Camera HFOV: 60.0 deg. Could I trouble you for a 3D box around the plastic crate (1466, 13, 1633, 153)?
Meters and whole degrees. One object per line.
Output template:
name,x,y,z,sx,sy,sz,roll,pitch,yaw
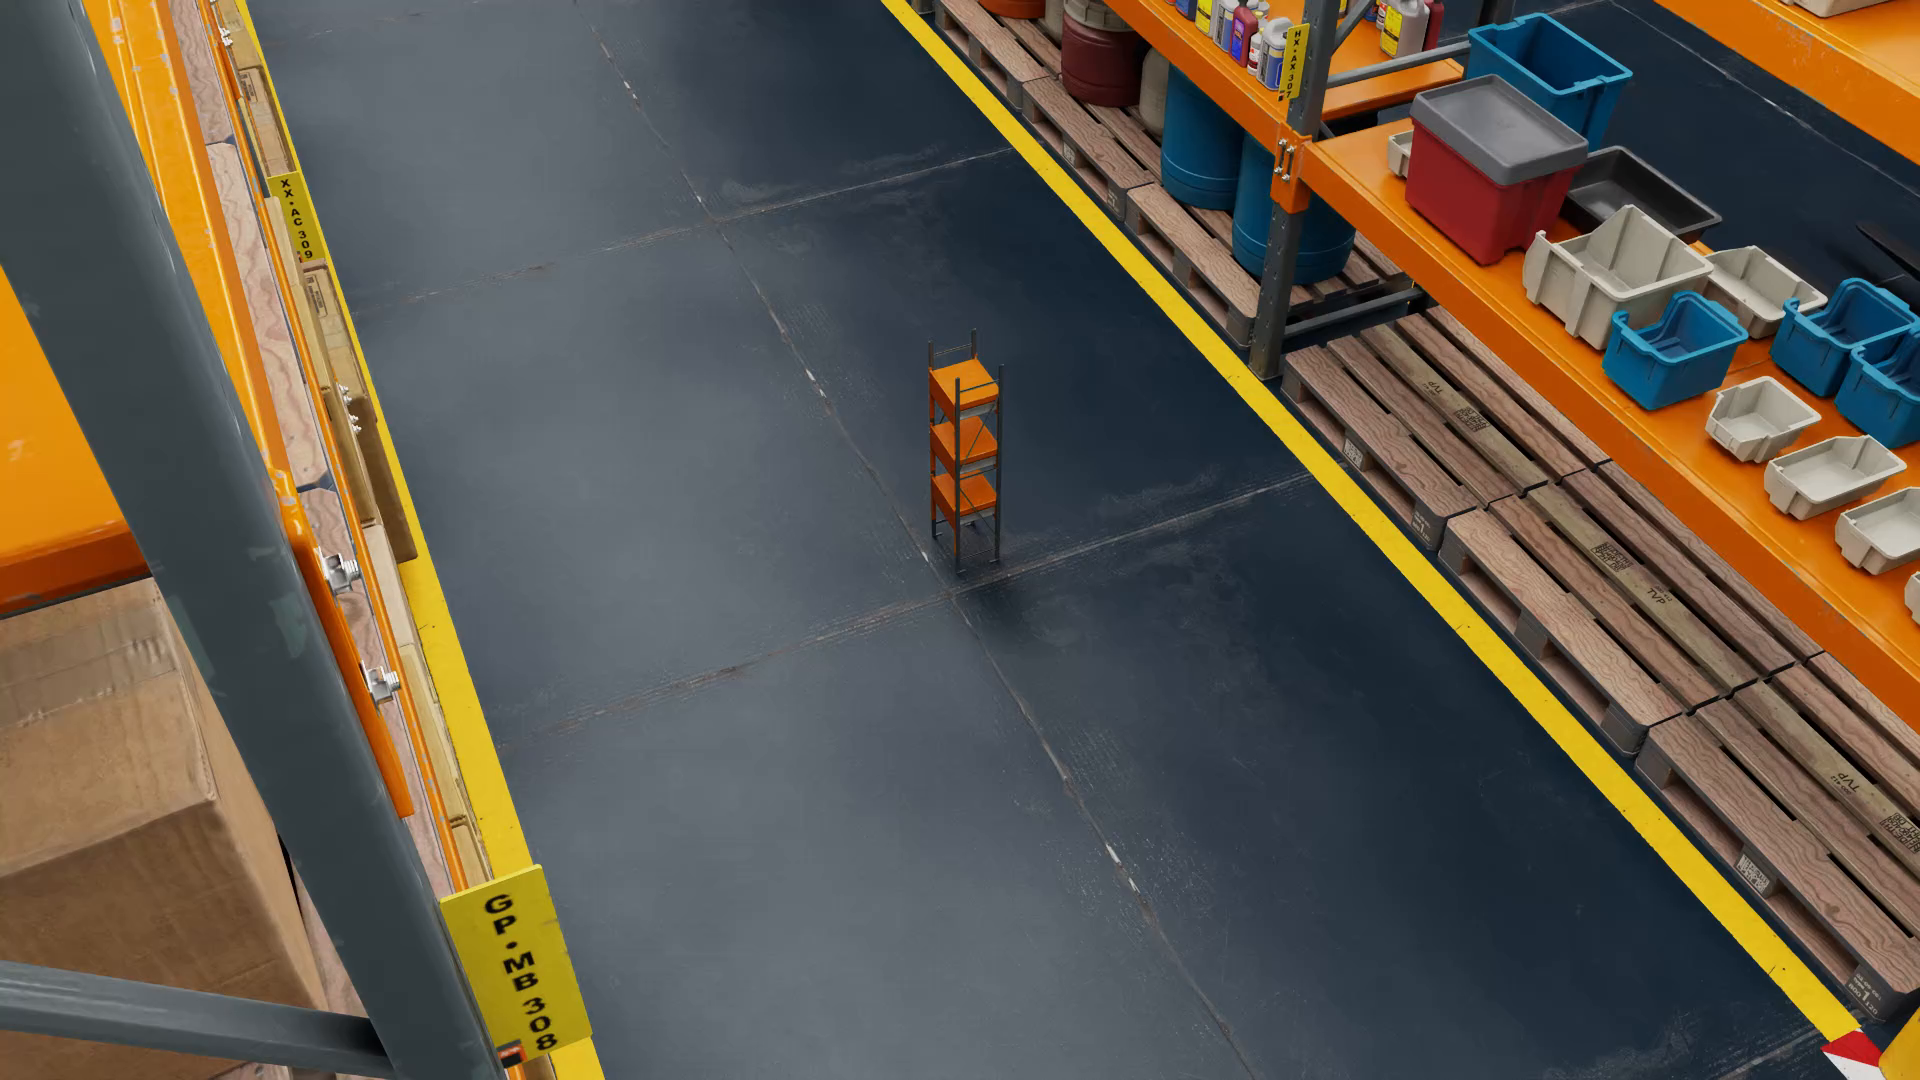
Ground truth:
plastic crate,2.359,-1.817,6.793,0.392,0.384,0.575,-18,47,-17

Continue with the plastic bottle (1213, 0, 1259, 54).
plastic bottle,1.240,-2.343,7.446,0.152,0.276,0.135,-18,47,-17

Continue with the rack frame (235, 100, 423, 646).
rack frame,-2.641,-0.535,5.526,1.000,3.000,0.127,-18,47,-17

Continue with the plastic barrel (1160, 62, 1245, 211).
plastic barrel,1.342,-2.204,8.412,0.600,0.901,0.708,-18,47,-17

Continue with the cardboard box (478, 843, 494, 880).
cardboard box,-1.352,0.961,4.188,0.380,0.149,0.250,-19,48,-18

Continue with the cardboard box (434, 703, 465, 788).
cardboard box,-1.569,0.633,4.521,0.380,0.149,0.250,-17,47,-17

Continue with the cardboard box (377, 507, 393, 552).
cardboard box,-1.999,-0.021,5.183,0.380,0.149,0.250,-19,48,-18

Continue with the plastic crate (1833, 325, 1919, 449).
plastic crate,3.176,-0.505,5.571,0.416,0.233,0.300,-18,47,-17

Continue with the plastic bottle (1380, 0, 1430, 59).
plastic bottle,1.982,-2.326,7.376,0.144,0.351,0.185,-18,47,-17

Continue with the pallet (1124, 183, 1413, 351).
pallet,1.566,-1.510,8.498,1.003,0.211,1.213,-18,47,-17

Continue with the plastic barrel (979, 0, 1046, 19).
plastic barrel,0.392,-3.617,9.895,0.600,0.830,0.708,-18,47,-17

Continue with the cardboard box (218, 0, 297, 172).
cardboard box,-4.051,-2.032,8.256,1.225,0.875,0.875,-20,48,-19

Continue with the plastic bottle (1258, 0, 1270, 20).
plastic bottle,1.346,-2.365,7.521,0.097,0.201,0.097,0,45,0

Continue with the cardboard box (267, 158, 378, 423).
cardboard box,-3.305,-0.900,7.109,1.225,0.875,0.875,-20,48,-19

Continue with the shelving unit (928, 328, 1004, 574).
shelving unit,0.022,-0.340,6.716,0.215,1.050,0.252,-18,47,-17

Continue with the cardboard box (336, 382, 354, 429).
cardboard box,-2.215,-0.348,5.515,0.380,0.149,0.250,-18,47,-17

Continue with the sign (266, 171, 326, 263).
sign,-2.138,-1.037,5.361,0.100,0.325,0.005,-18,47,-17

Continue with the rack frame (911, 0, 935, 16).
rack frame,0.171,-4.547,9.592,1.000,3.000,0.127,-18,47,-17

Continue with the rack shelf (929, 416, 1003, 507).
rack shelf,0.022,-0.332,6.723,0.215,0.259,0.240,-18,47,-17

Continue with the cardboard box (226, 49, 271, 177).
cardboard box,-3.030,-1.577,6.510,0.500,0.500,0.500,-19,48,-18

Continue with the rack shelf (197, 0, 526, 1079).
rack shelf,-1.800,-0.073,3.433,1.077,0.370,4.000,-18,47,-17

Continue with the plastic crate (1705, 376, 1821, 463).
plastic crate,2.638,-0.385,5.519,0.298,0.136,0.250,-18,47,-17

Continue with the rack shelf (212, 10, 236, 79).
rack shelf,-3.482,-2.622,6.017,1.077,0.370,4.000,-18,47,-17

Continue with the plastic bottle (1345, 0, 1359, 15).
plastic bottle,1.850,-2.595,7.701,0.152,0.276,0.135,-18,47,-17

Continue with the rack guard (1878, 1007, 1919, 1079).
rack guard,3.557,1.452,5.291,1.175,0.500,0.348,-18,47,-17

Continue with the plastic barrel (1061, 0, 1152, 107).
plastic barrel,0.867,-2.812,9.251,0.600,0.588,0.708,-18,47,-17

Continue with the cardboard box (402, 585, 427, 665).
cardboard box,-1.782,0.307,4.851,0.380,0.149,0.250,-17,47,-17

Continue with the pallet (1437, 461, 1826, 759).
pallet,2.714,0.230,6.735,1.003,0.211,1.213,-18,47,-17

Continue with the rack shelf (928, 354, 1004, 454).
rack shelf,0.022,-0.534,6.524,0.215,0.259,0.240,-18,47,-17

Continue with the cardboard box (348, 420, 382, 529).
cardboard box,-1.997,-0.055,4.934,0.500,0.250,0.500,-17,47,-16

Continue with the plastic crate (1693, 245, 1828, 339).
plastic crate,2.858,-0.905,6.045,0.293,0.136,0.466,-18,47,-17

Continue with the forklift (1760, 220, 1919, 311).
forklift,4.858,-1.438,6.489,1.130,2.935,3.031,-16,47,-16

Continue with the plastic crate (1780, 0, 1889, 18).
plastic crate,2.441,-1.666,4.724,0.437,0.136,0.530,-18,47,-17

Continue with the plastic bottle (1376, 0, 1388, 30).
plastic bottle,1.965,-2.440,7.598,0.097,0.201,0.097,0,45,0

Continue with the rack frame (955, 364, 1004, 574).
rack frame,0.074,-0.262,6.637,0.200,1.050,0.008,-18,47,-17

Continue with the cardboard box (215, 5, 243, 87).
cardboard box,-3.465,-2.229,7.171,0.500,0.500,0.500,-19,48,-19

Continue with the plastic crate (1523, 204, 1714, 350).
plastic crate,2.328,-0.950,5.987,0.437,0.282,0.530,-18,47,-17

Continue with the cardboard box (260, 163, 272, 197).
cardboard box,-2.607,-0.938,5.863,0.500,0.500,0.500,-18,47,-17

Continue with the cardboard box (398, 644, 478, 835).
cardboard box,-1.573,0.594,4.276,0.500,0.250,0.500,-19,48,-18

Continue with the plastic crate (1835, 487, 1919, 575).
plastic crate,2.919,-0.032,5.160,0.396,0.136,0.243,-18,47,-17

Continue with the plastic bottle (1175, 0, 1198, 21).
plastic bottle,1.092,-2.588,7.641,0.144,0.351,0.185,-18,47,-17

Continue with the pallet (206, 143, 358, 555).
pallet,-1.797,-0.271,3.185,1.003,0.211,1.213,-18,47,-17

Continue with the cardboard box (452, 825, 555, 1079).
cardboard box,-1.126,0.990,3.341,0.500,0.500,0.500,-19,48,-18

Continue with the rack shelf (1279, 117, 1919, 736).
rack shelf,2.694,-0.468,5.969,1.077,0.370,4.000,-18,47,-17

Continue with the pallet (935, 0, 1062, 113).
pallet,0.540,-3.064,10.074,1.003,0.211,1.213,-18,47,-17

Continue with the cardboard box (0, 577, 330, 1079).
cardboard box,-1.226,0.410,1.991,0.700,0.500,0.500,-21,48,-20

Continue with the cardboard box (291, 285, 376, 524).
cardboard box,-1.998,-0.320,4.669,0.500,0.500,0.500,-18,47,-17

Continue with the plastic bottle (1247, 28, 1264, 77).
plastic bottle,1.320,-2.149,7.303,0.097,0.201,0.097,0,45,0
